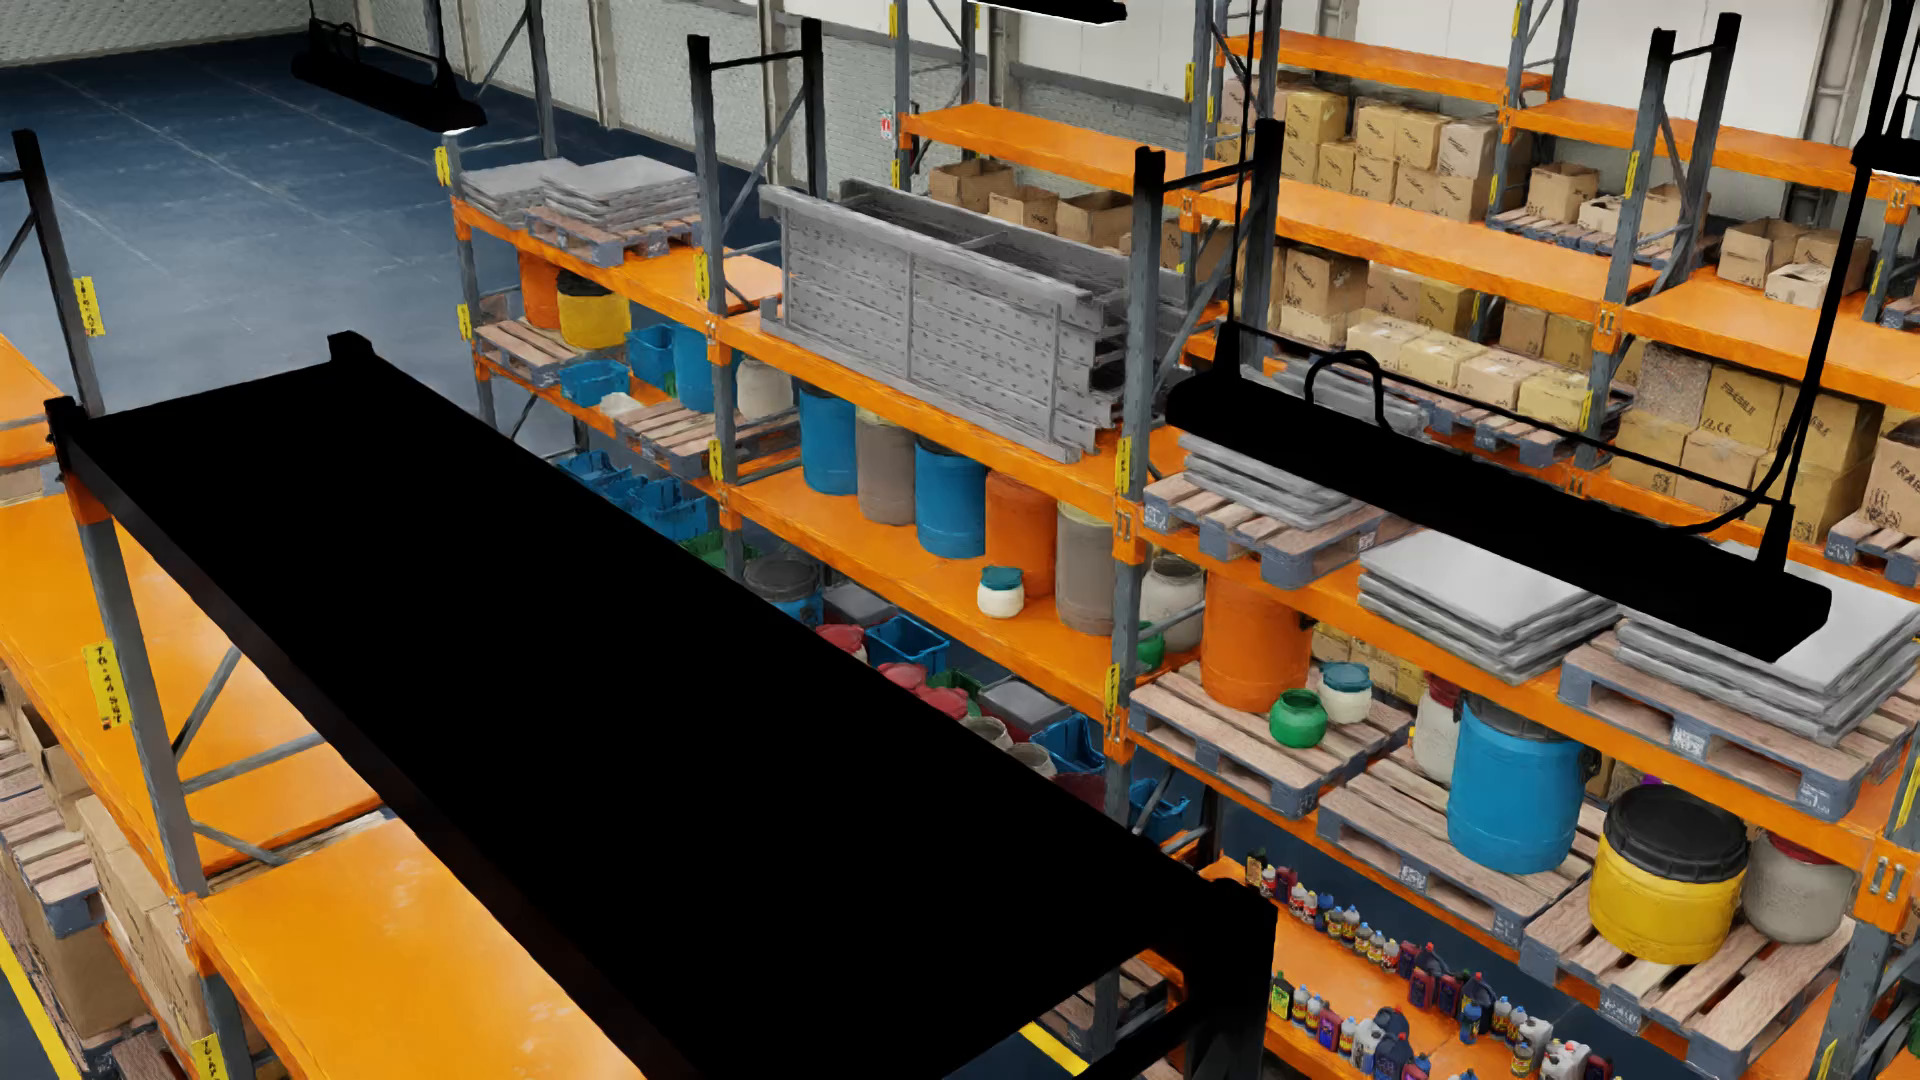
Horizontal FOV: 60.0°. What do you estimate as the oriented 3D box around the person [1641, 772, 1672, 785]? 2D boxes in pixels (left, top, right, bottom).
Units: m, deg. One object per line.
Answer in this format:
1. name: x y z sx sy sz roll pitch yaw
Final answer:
1. person: 4.946 2.101 11.461 0.645 1.763 0.463 14 30 25
